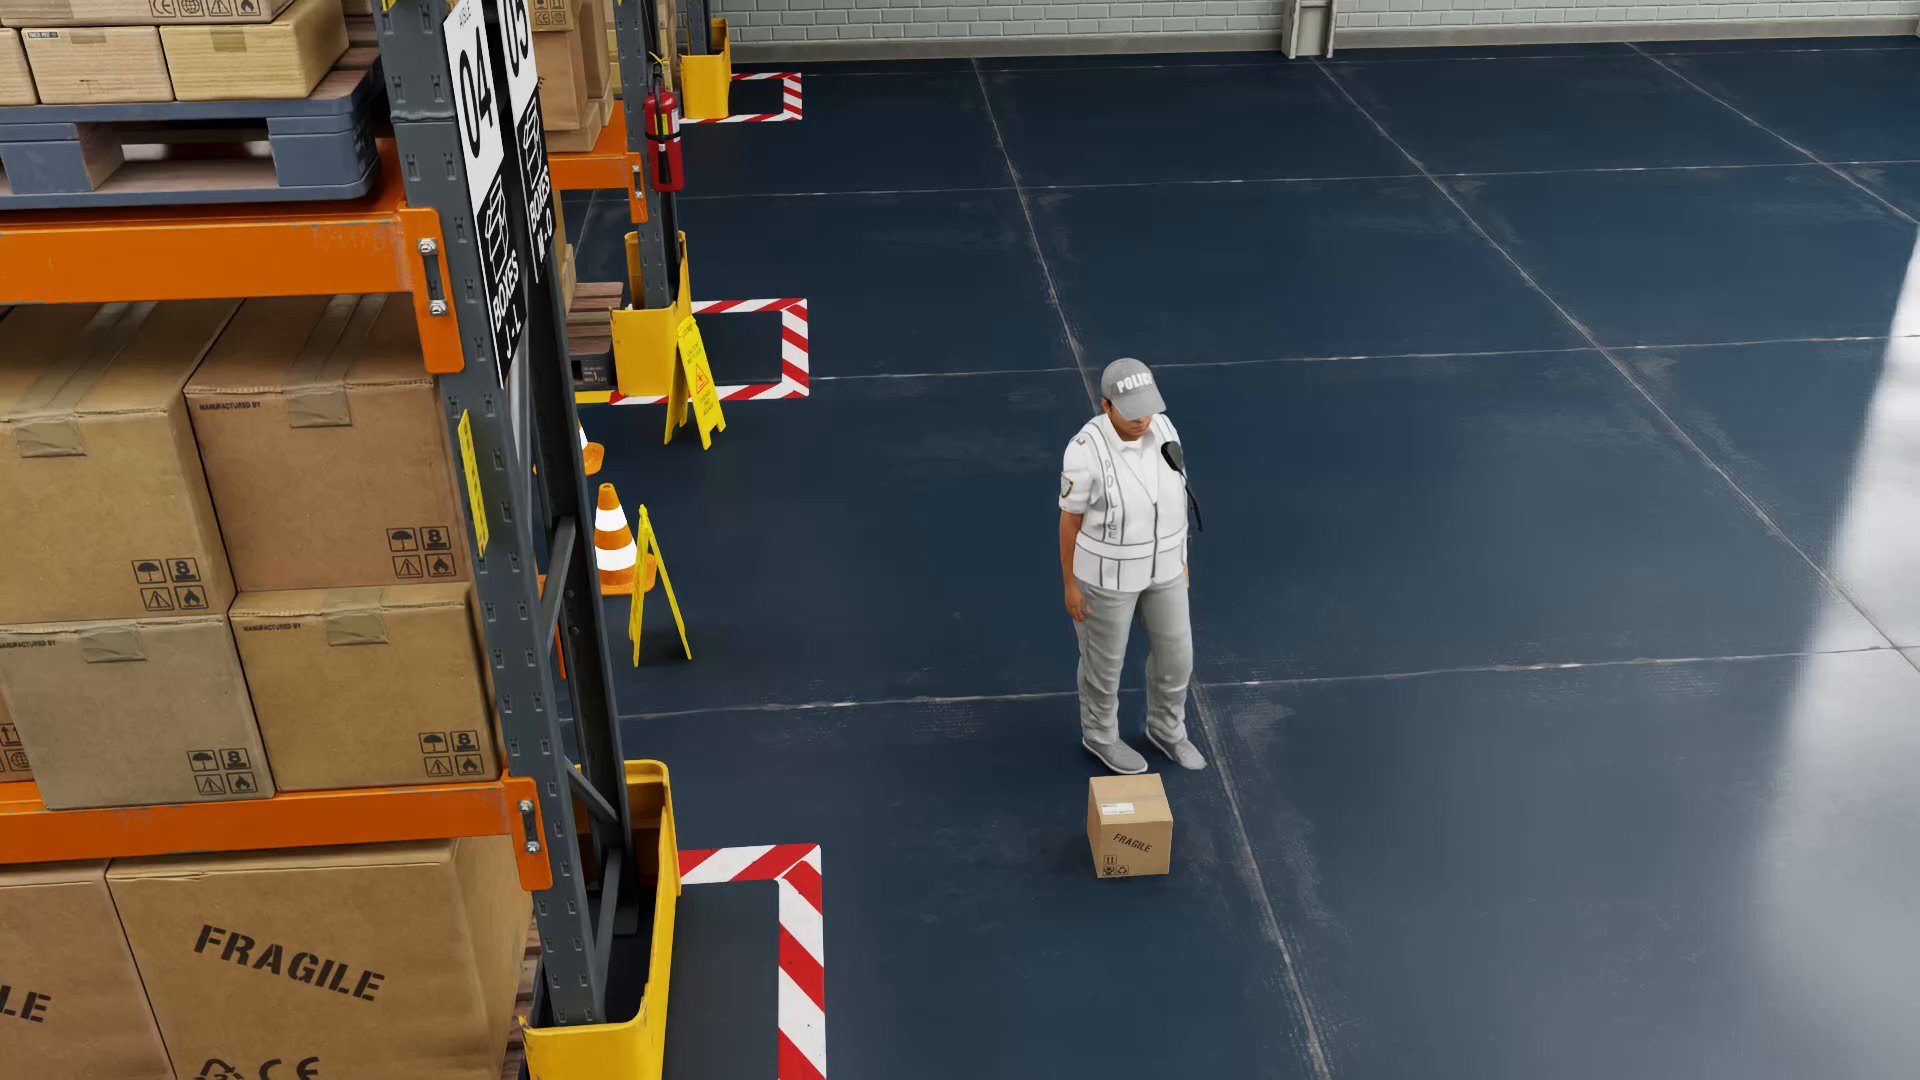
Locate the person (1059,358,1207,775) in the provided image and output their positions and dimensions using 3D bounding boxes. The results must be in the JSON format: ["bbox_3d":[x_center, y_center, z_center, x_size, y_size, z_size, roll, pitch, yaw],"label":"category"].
[{"bbox_3d":[0.636,0.144,5.932,0.554,1.716,0.400,-15,34,-23],"label":"person"}]
